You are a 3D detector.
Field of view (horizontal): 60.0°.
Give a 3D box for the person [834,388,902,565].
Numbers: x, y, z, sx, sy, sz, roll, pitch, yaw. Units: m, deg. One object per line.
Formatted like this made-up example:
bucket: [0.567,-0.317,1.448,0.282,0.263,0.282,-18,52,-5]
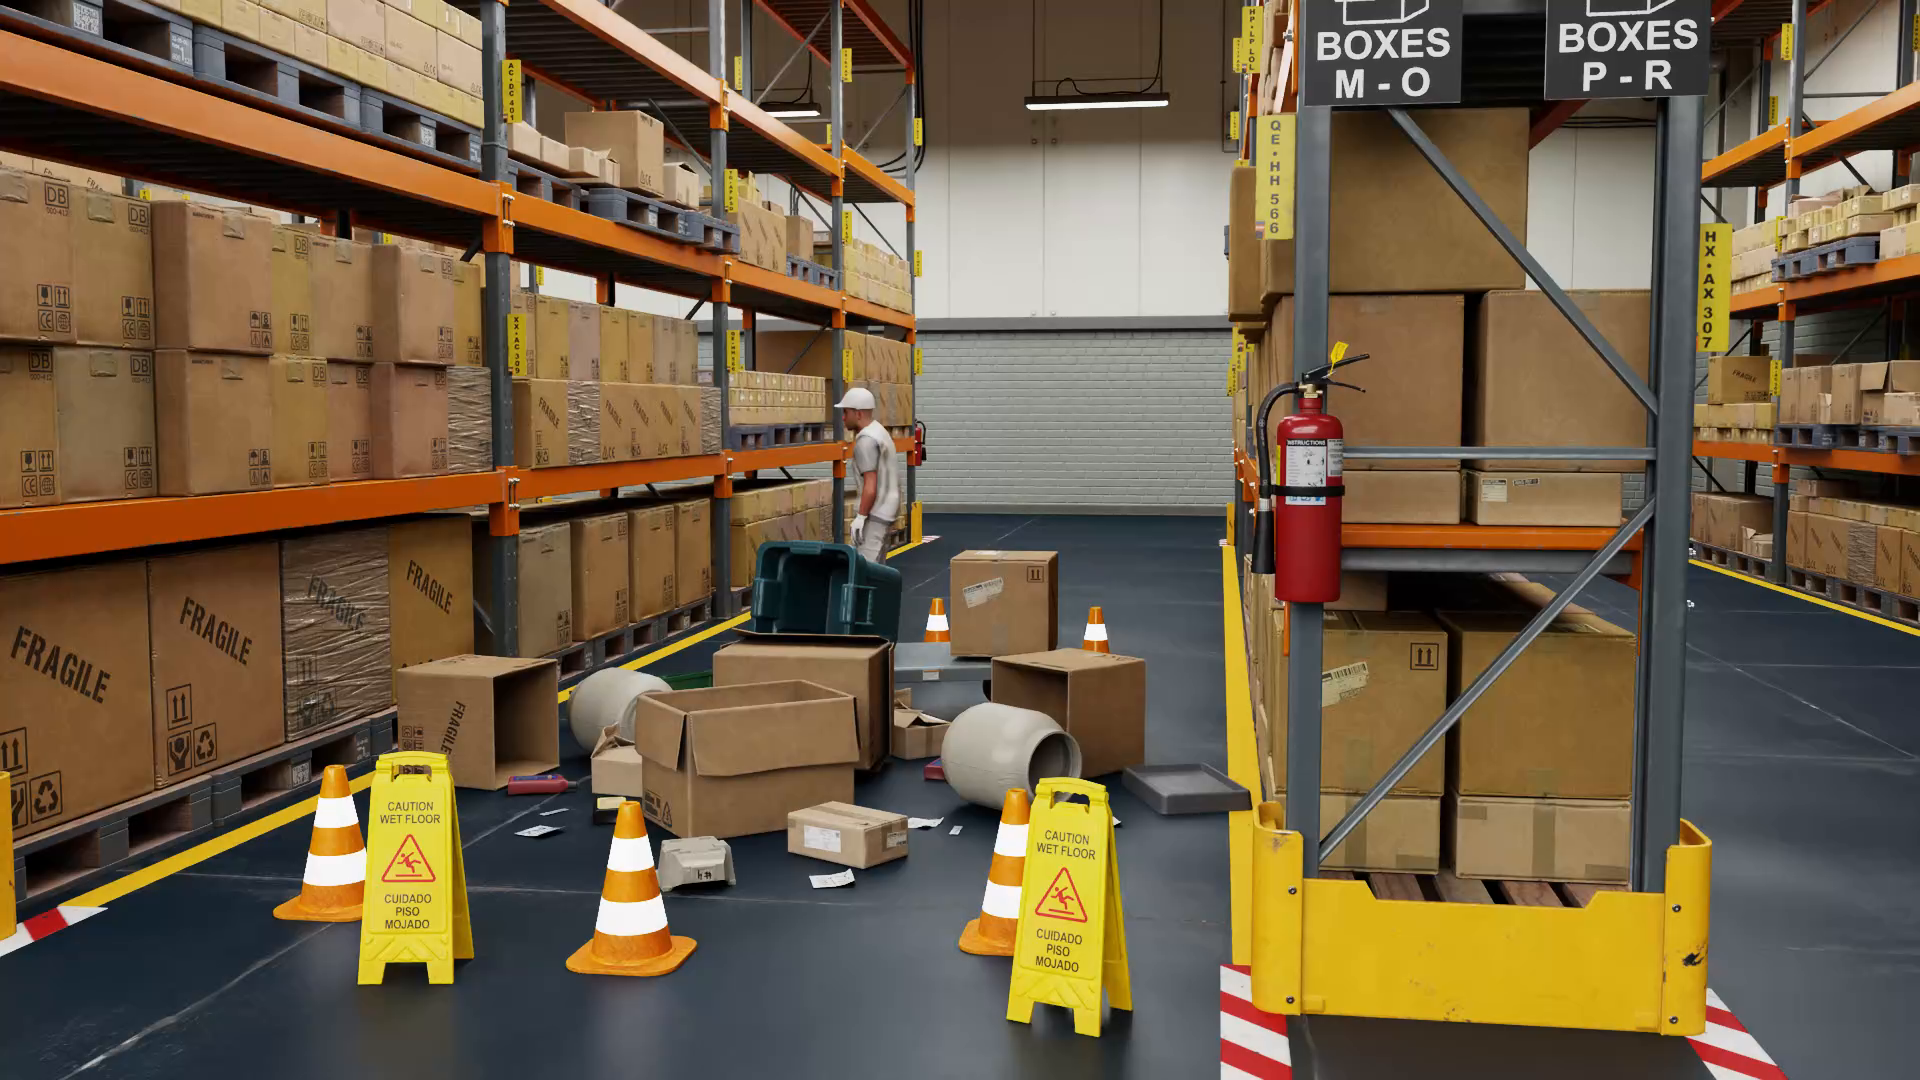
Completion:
person: [-0.622,-0.136,11.250,0.454,1.779,0.620,1,4,7]
